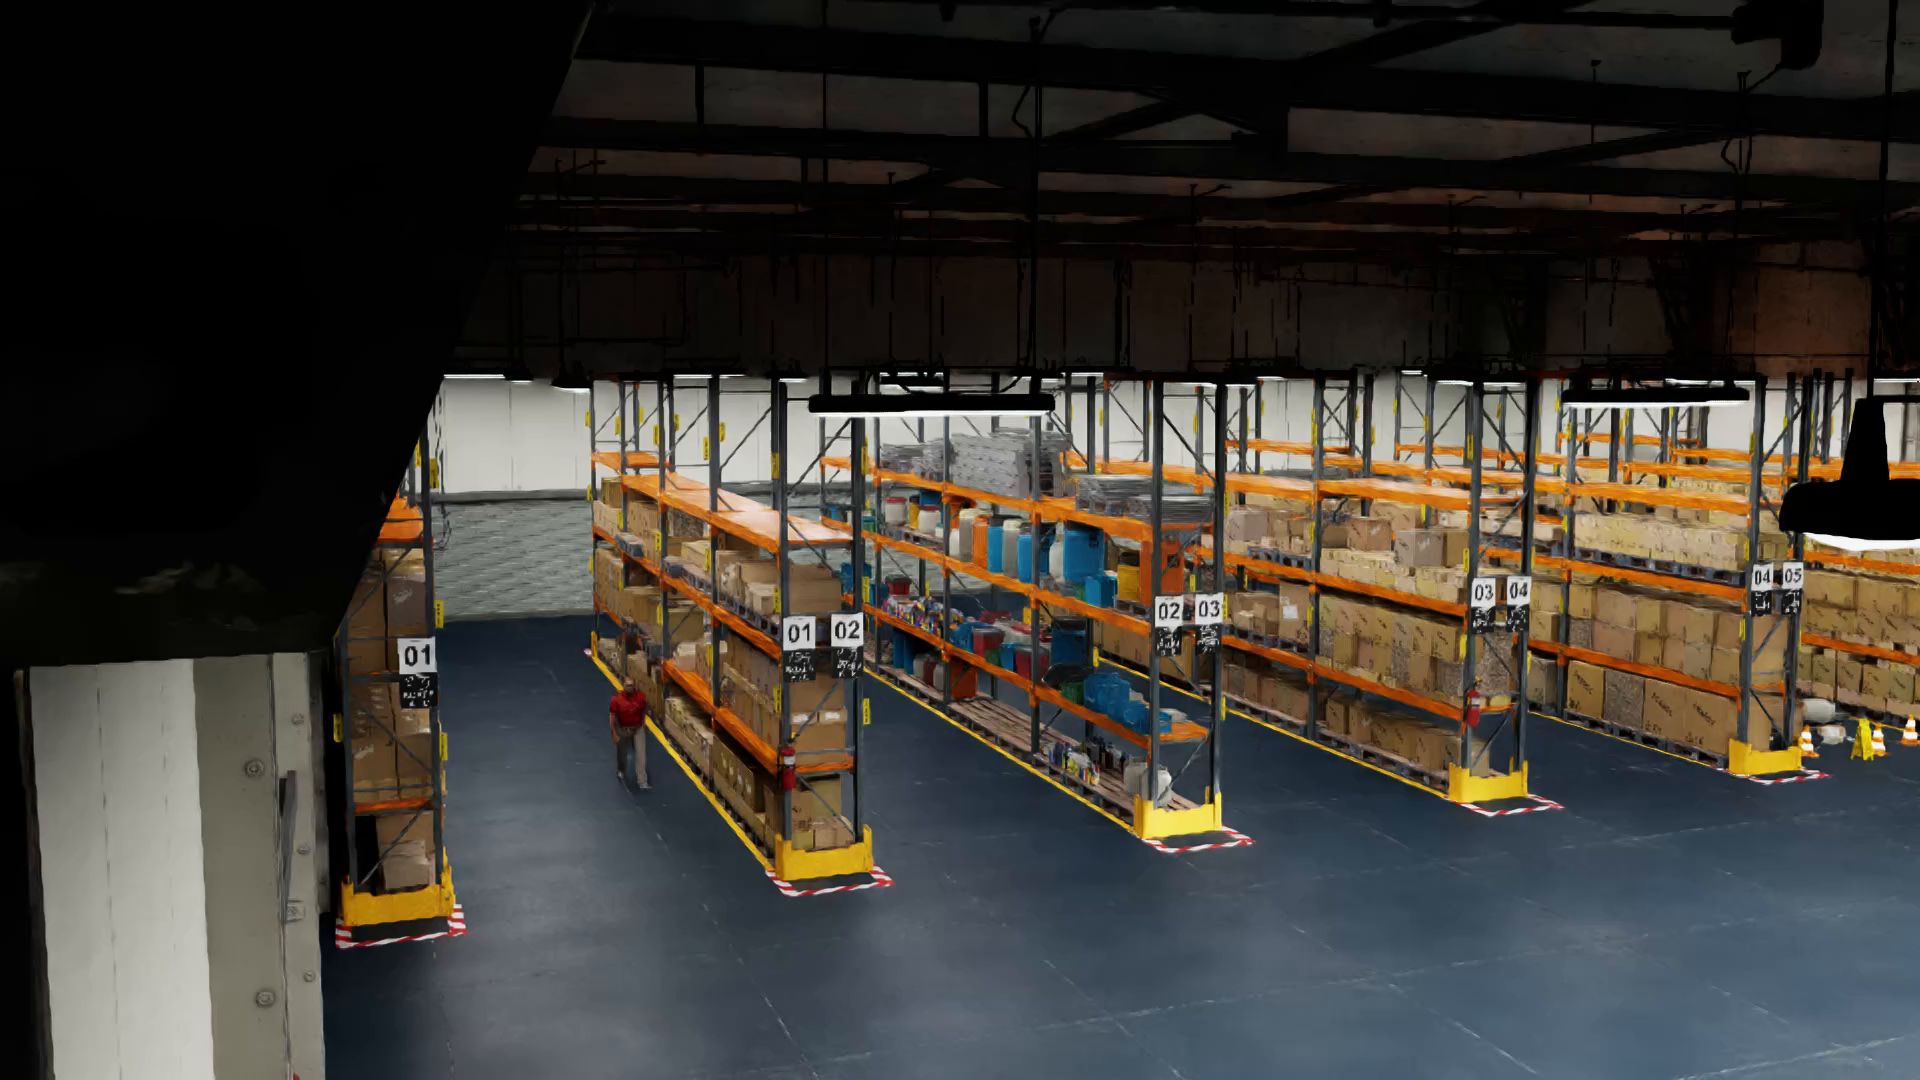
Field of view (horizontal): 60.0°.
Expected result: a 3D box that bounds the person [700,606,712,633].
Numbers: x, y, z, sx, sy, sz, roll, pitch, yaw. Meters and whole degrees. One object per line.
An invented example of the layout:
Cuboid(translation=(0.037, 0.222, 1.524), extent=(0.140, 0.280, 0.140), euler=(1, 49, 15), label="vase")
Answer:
Cuboid(translation=(-5.246, 1.720, 34.184), extent=(0.592, 1.625, 0.526), euler=(-3, 7, -22), label="person")

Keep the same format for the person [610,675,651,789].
Cuboid(translation=(-4.844, 2.785, 24.338), extent=(0.542, 1.645, 1.126), euler=(-2, 7, -18), label="person")
